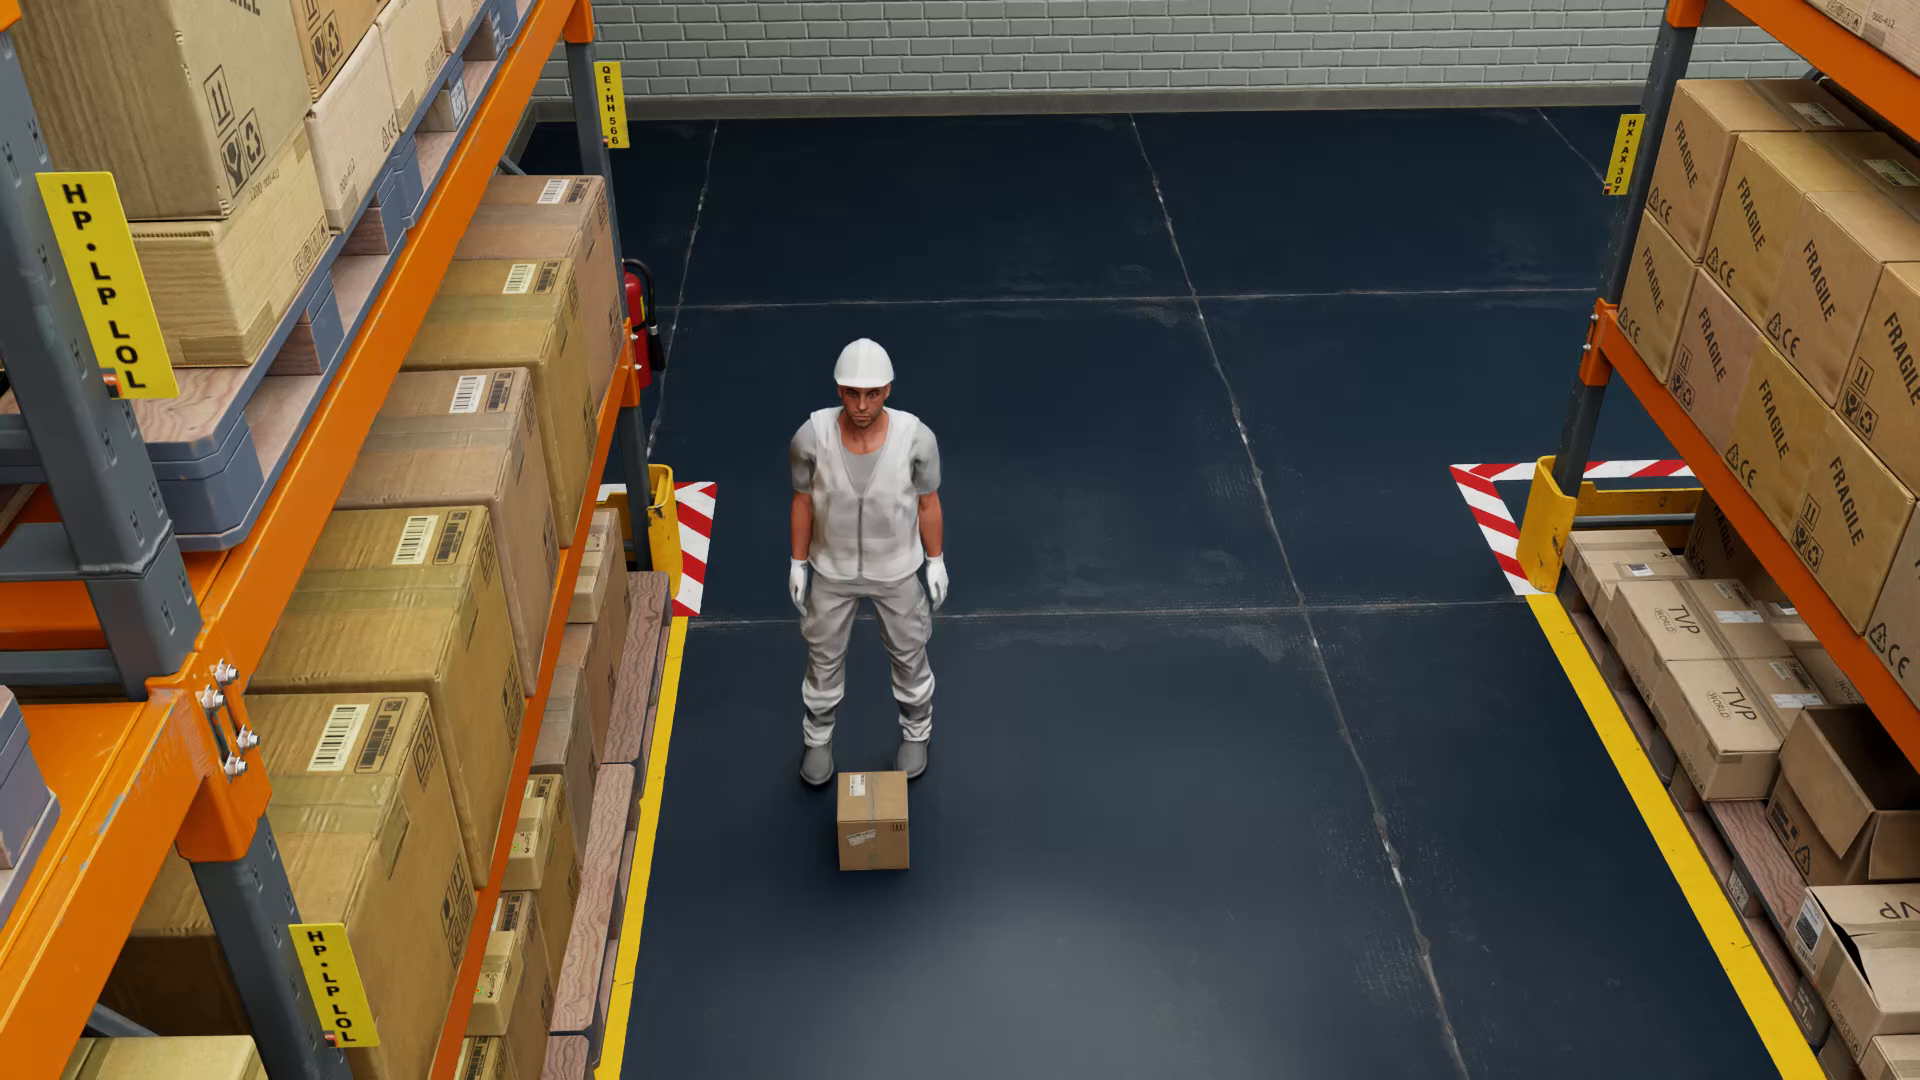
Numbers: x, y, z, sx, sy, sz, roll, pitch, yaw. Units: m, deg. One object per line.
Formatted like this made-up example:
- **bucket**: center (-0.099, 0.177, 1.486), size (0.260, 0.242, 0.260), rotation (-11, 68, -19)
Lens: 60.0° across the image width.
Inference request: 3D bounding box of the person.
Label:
- **person**: center (-0.329, 0.117, 5.948), size (0.570, 1.790, 0.405), rotation (2, 35, 2)
